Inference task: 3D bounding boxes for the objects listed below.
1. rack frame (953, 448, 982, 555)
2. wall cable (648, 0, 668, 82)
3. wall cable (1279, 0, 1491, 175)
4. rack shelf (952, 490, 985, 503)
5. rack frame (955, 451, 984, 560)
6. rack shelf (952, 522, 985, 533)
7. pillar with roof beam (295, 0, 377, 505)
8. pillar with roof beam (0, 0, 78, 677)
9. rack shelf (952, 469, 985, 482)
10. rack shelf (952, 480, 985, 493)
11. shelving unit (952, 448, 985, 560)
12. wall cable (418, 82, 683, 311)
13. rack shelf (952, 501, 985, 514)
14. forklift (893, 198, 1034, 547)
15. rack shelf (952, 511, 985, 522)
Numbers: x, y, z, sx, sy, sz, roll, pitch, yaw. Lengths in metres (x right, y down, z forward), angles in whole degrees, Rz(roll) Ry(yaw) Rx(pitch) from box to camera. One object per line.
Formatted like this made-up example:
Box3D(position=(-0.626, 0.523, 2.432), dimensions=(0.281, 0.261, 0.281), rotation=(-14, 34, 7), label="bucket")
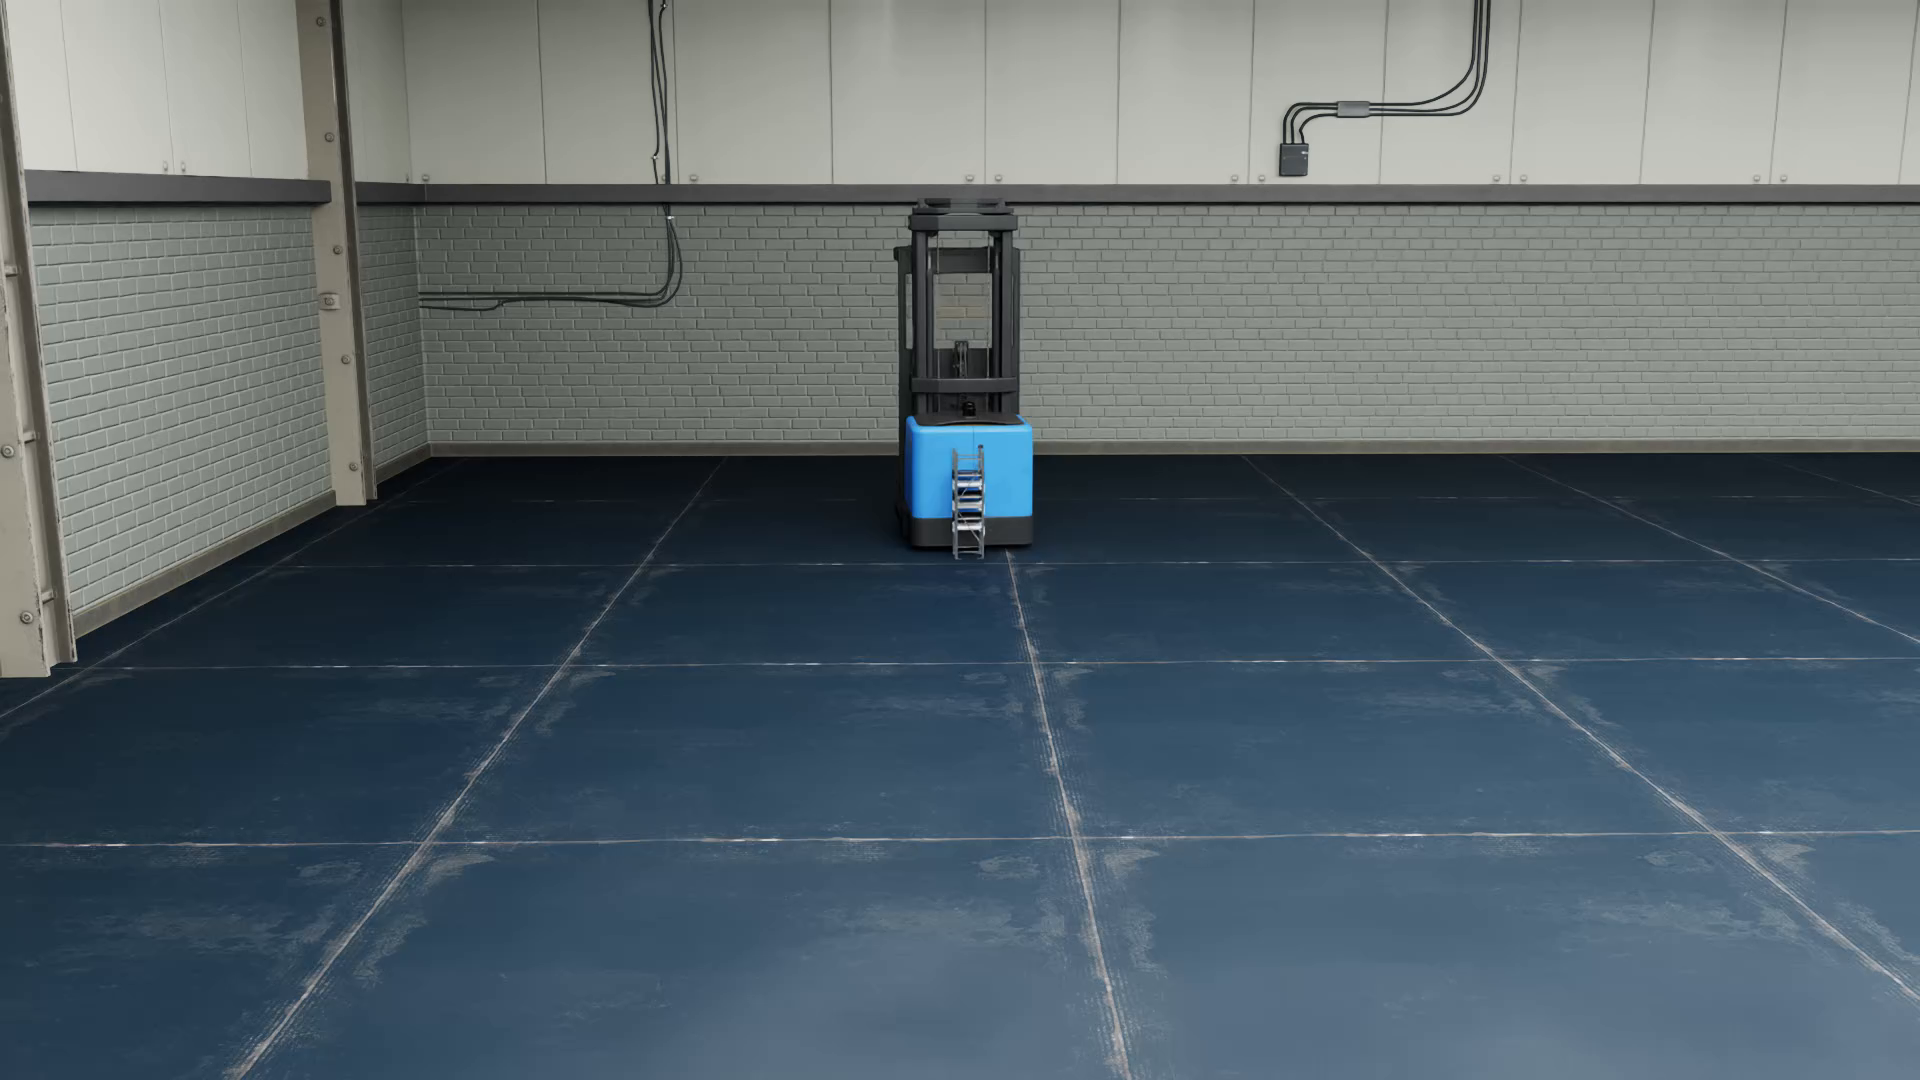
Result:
Box3D(position=(0.060, -0.321, 13.876), dimensions=(0.240, 0.900, 0.006), rotation=(-1, 12, -5), label="rack frame")
Box3D(position=(-2.005, -6.344, 18.303), dimensions=(3.097, 2.526, 0.112), rotation=(0, 11, -1), label="wall cable")
Box3D(position=(4.782, -7.082, 18.280), dimensions=(2.305, 6.003, 0.169), rotation=(0, 11, -1), label="wall cable")
Box3D(position=(0.070, -0.356, 13.766), dimensions=(0.258, 0.077, 0.200), rotation=(-1, 12, -5), label="rack shelf")
Box3D(position=(0.080, -0.280, 13.678), dimensions=(0.240, 0.900, 0.006), rotation=(-1, 12, -5), label="rack frame")
Box3D(position=(0.070, -0.091, 13.820), dimensions=(0.258, 0.077, 0.200), rotation=(-1, 12, -5), label="rack shelf")
Box3D(position=(-1.667, -4.806, 15.615), dimensions=(9.100, 9.000, 0.400), rotation=(0, 11, -1), label="pillar with roof beam")
Box3D(position=(-1.543, -3.613, 9.736), dimensions=(9.100, 9.000, 0.400), rotation=(0, 11, -1), label="pillar with roof beam")
Box3D(position=(0.070, -0.533, 13.730), dimensions=(0.258, 0.077, 0.200), rotation=(-1, 12, -5), label="rack shelf")
Box3D(position=(0.070, -0.444, 13.748), dimensions=(0.258, 0.077, 0.200), rotation=(-1, 12, -5), label="rack shelf")
Box3D(position=(0.070, -0.301, 13.777), dimensions=(0.258, 0.900, 0.210), rotation=(-1, 12, -5), label="shelving unit")
Box3D(position=(-4.710, -3.857, 18.750), dimensions=(3.097, 2.526, 0.112), rotation=(0, 11, -1), label="wall cable")
Box3D(position=(0.070, -0.268, 13.784), dimensions=(0.258, 0.077, 0.200), rotation=(-1, 12, -5), label="rack shelf")
Box3D(position=(-0.031, -1.618, 15.164), dimensions=(1.130, 2.935, 3.031), rotation=(-1, 12, -5), label="forklift")
Box3D(position=(0.070, -0.180, 13.802), dimensions=(0.258, 0.077, 0.200), rotation=(-1, 12, -5), label="rack shelf")
